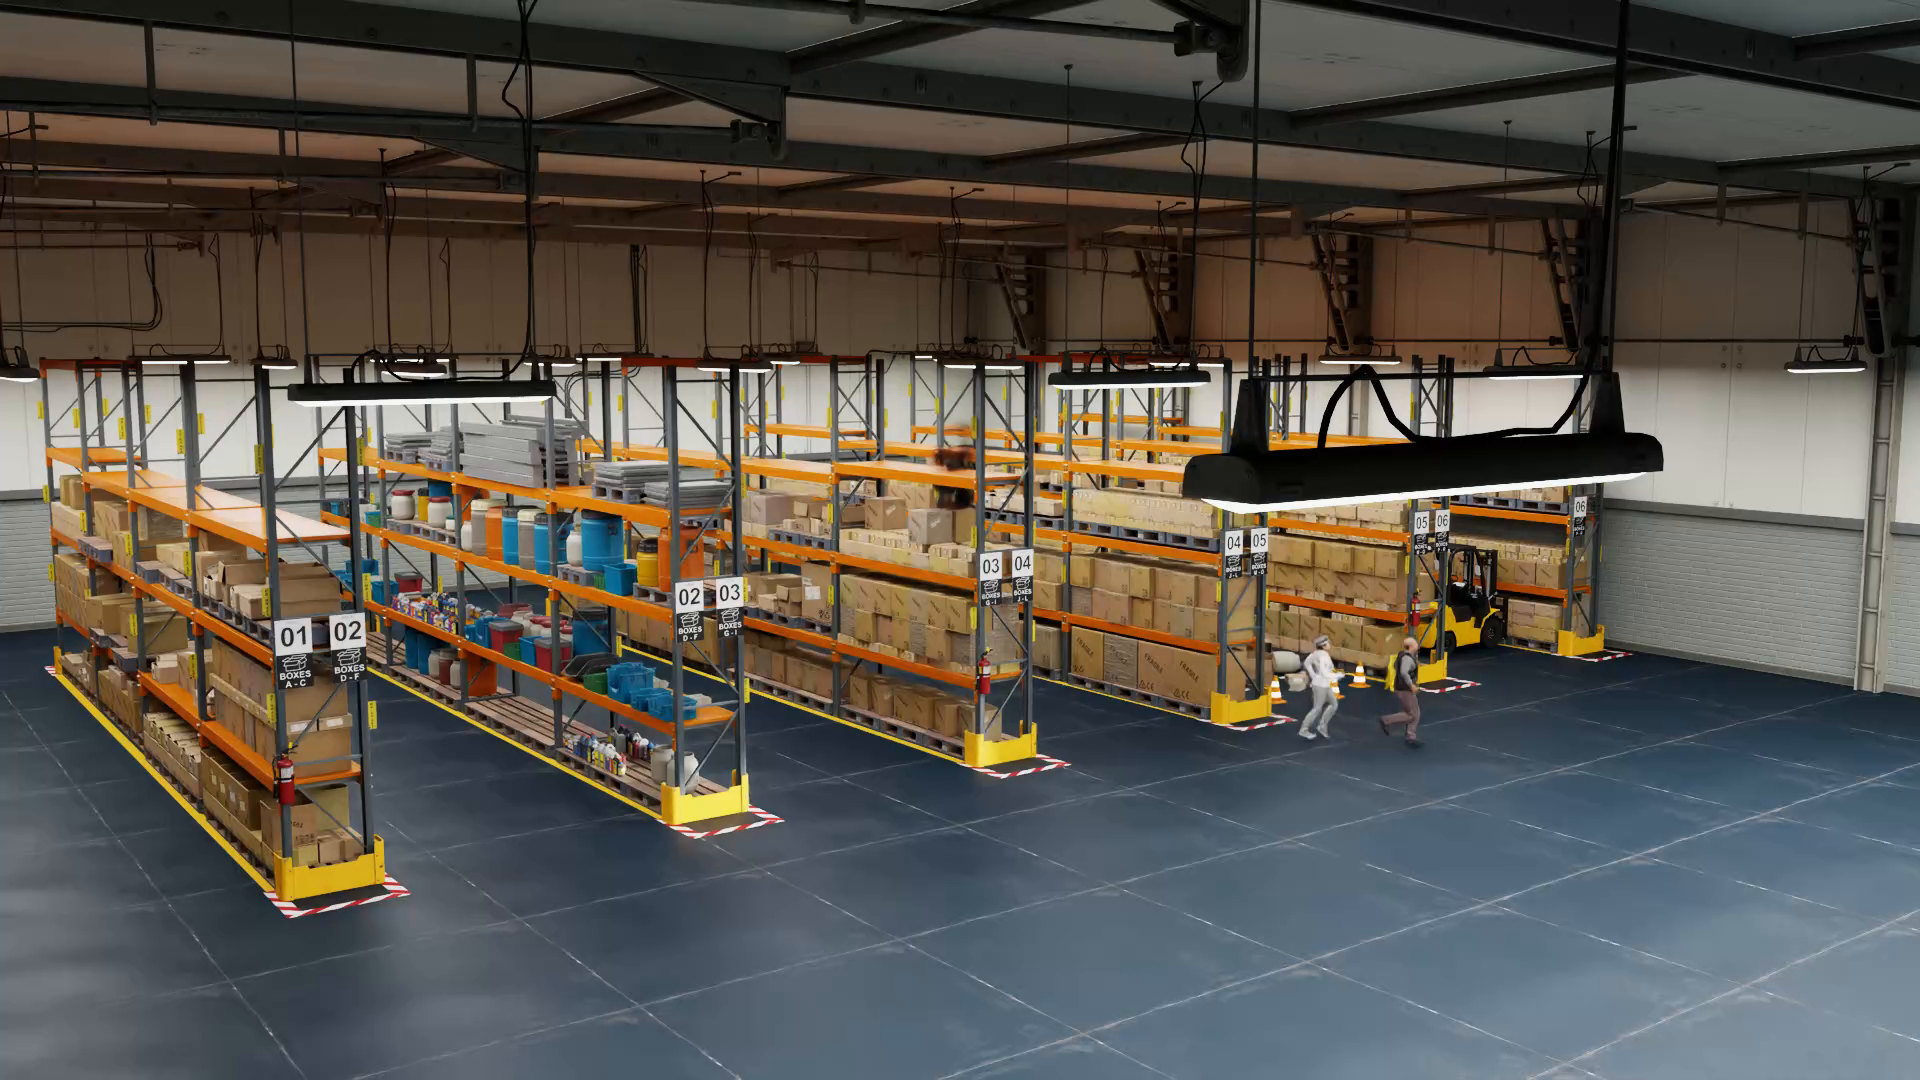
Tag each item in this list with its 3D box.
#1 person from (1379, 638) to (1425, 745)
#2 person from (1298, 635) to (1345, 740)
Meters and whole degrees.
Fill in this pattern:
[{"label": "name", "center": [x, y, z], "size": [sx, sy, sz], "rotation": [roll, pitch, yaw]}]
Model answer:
[{"label": "person", "center": [6.958, 2.373, 26.149], "size": [0.730, 1.698, 0.682], "rotation": [1, 7, 6]}, {"label": "person", "center": [5.744, 2.344, 26.337], "size": [0.681, 1.720, 0.606], "rotation": [1, 7, 9]}]
